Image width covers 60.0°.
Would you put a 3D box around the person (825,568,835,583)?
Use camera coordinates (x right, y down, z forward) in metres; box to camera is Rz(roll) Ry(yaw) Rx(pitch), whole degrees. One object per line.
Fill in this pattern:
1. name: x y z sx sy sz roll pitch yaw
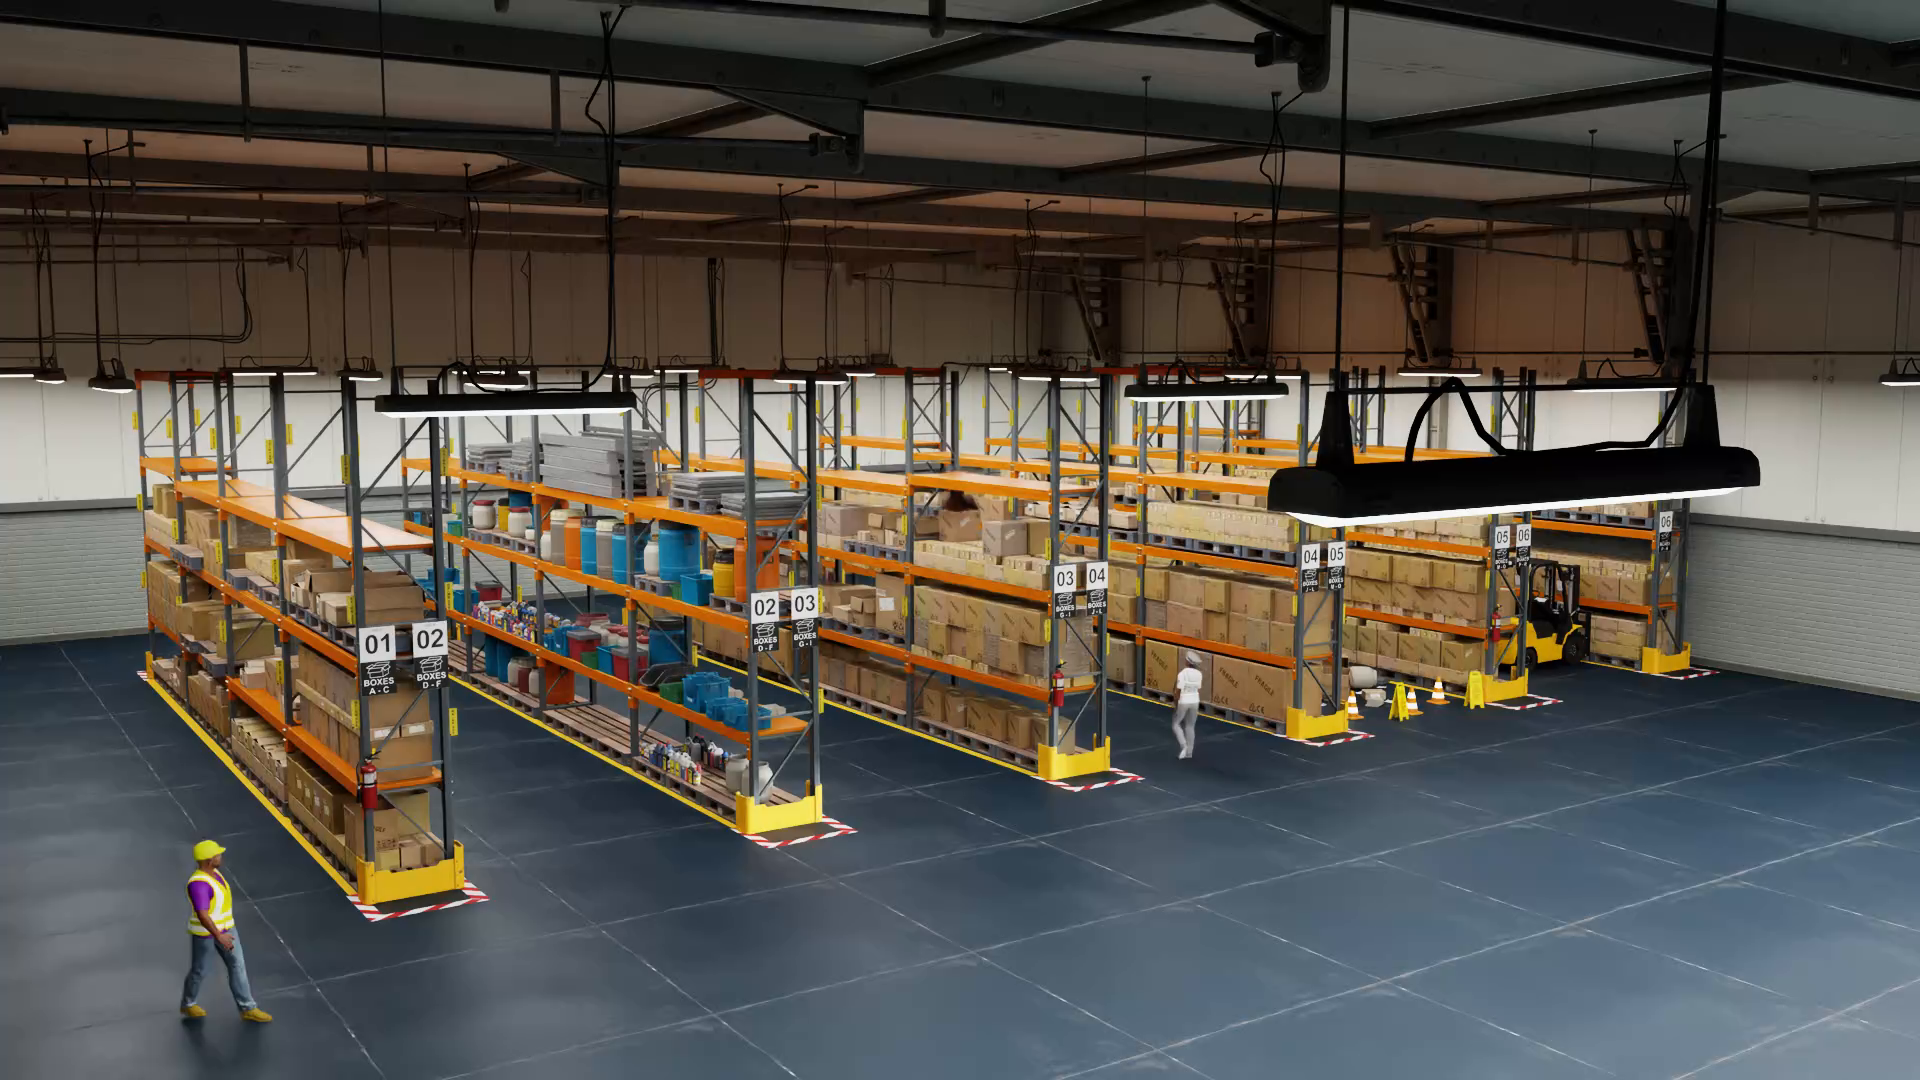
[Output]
1. person: -3.164 0.772 42.037 0.926 1.625 0.552 -4 8 -33

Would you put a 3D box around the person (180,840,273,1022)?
1. person: -7.015 3.694 15.661 0.921 1.737 0.502 3 7 22

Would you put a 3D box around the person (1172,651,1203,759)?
1. person: 3.549 2.562 25.859 0.454 1.689 0.466 -1 7 -10
